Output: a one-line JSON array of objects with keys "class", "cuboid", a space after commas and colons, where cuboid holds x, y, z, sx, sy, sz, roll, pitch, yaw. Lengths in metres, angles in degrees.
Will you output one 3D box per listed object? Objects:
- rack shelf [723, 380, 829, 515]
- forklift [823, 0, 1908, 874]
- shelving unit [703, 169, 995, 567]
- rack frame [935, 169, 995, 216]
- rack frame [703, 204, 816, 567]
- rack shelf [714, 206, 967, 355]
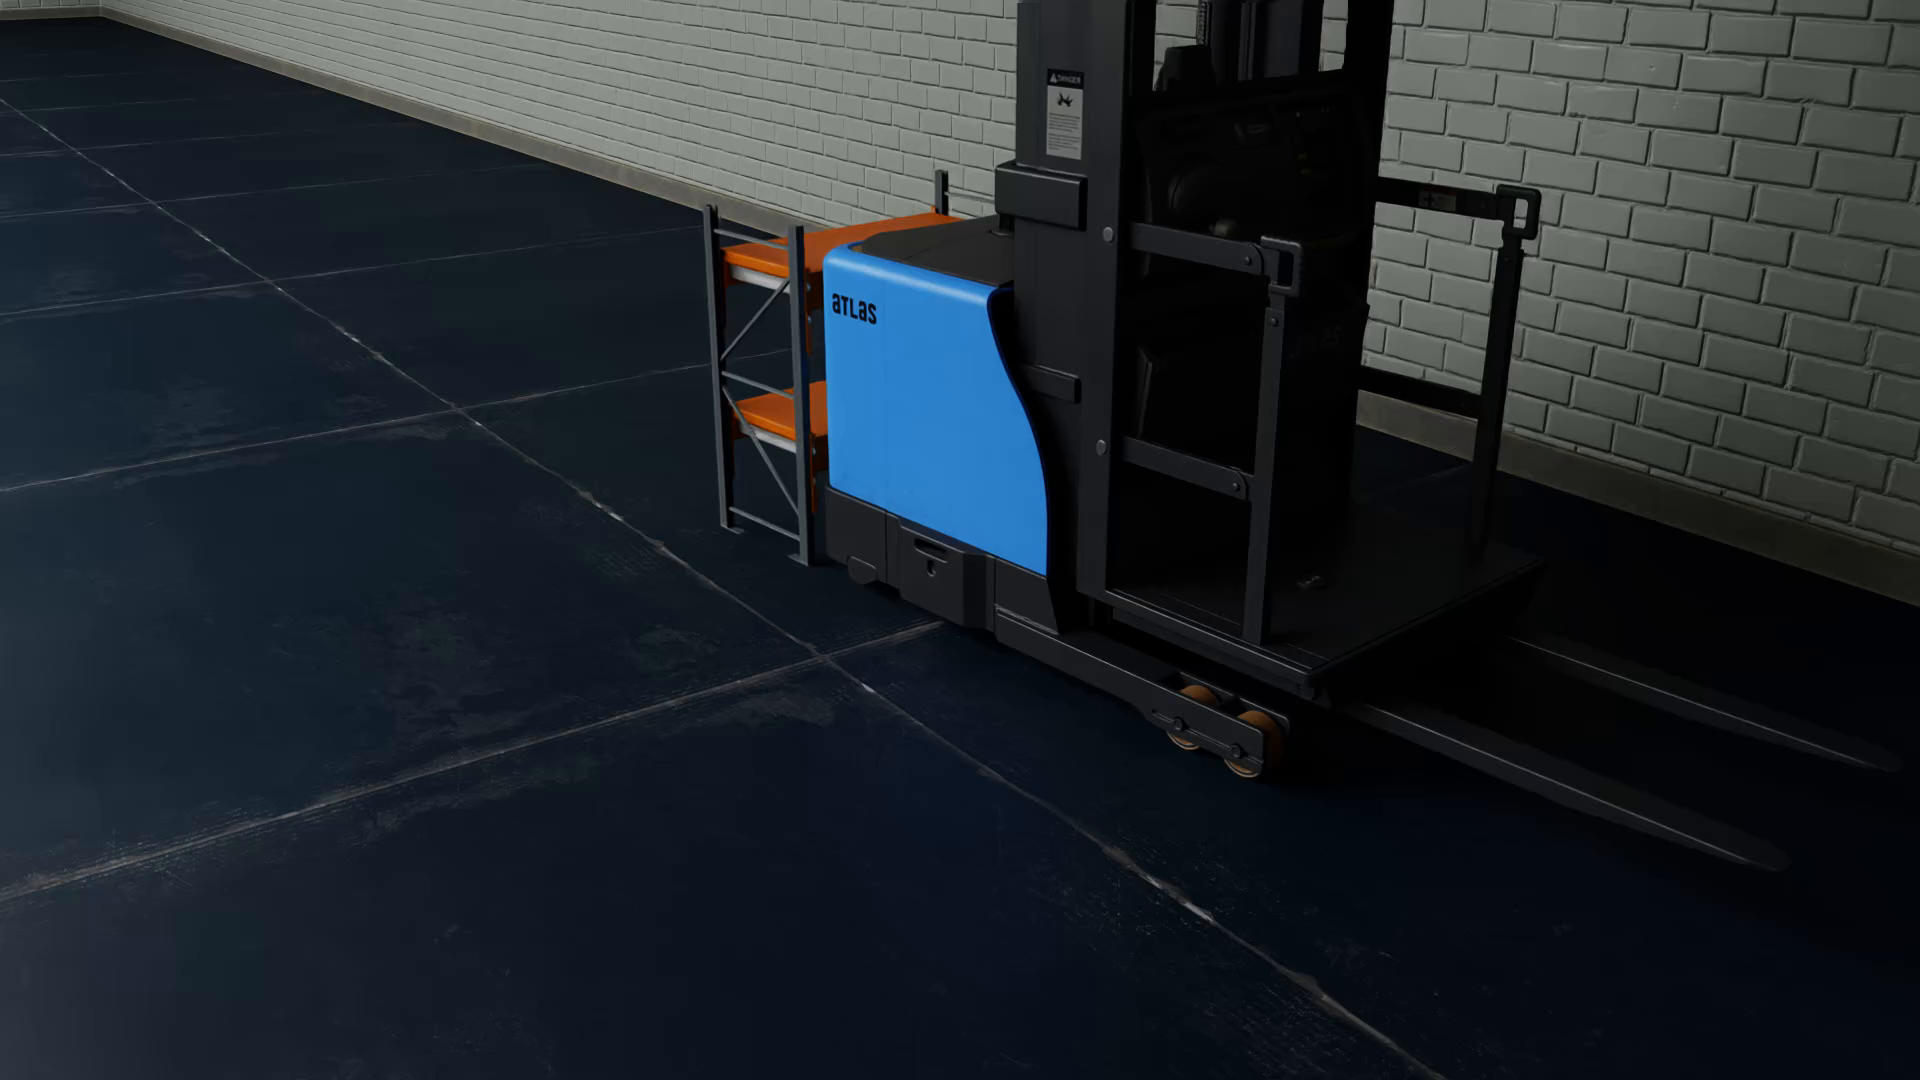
[{"class": "rack shelf", "cuboid": [-0.286, -0.407, 5.882, 1.000, 0.278, 0.538, -19, 29, -39]}, {"class": "forklift", "cuboid": [0.923, -0.973, 4.203, 1.130, 2.935, 3.031, -18, 28, -38]}, {"class": "shelving unit", "cuboid": [-0.286, -0.634, 5.792, 1.048, 1.125, 0.538, -19, 29, -39]}, {"class": "rack frame", "cuboid": [0.087, -0.762, 6.112, 0.032, 1.125, 0.500, -19, 29, -39]}, {"class": "rack frame", "cuboid": [-0.660, -0.506, 5.471, 0.032, 1.125, 0.500, -19, 29, -39]}, {"class": "rack shelf", "cuboid": [-0.286, -0.906, 5.683, 1.000, 0.278, 0.538, -19, 29, -39]}]
